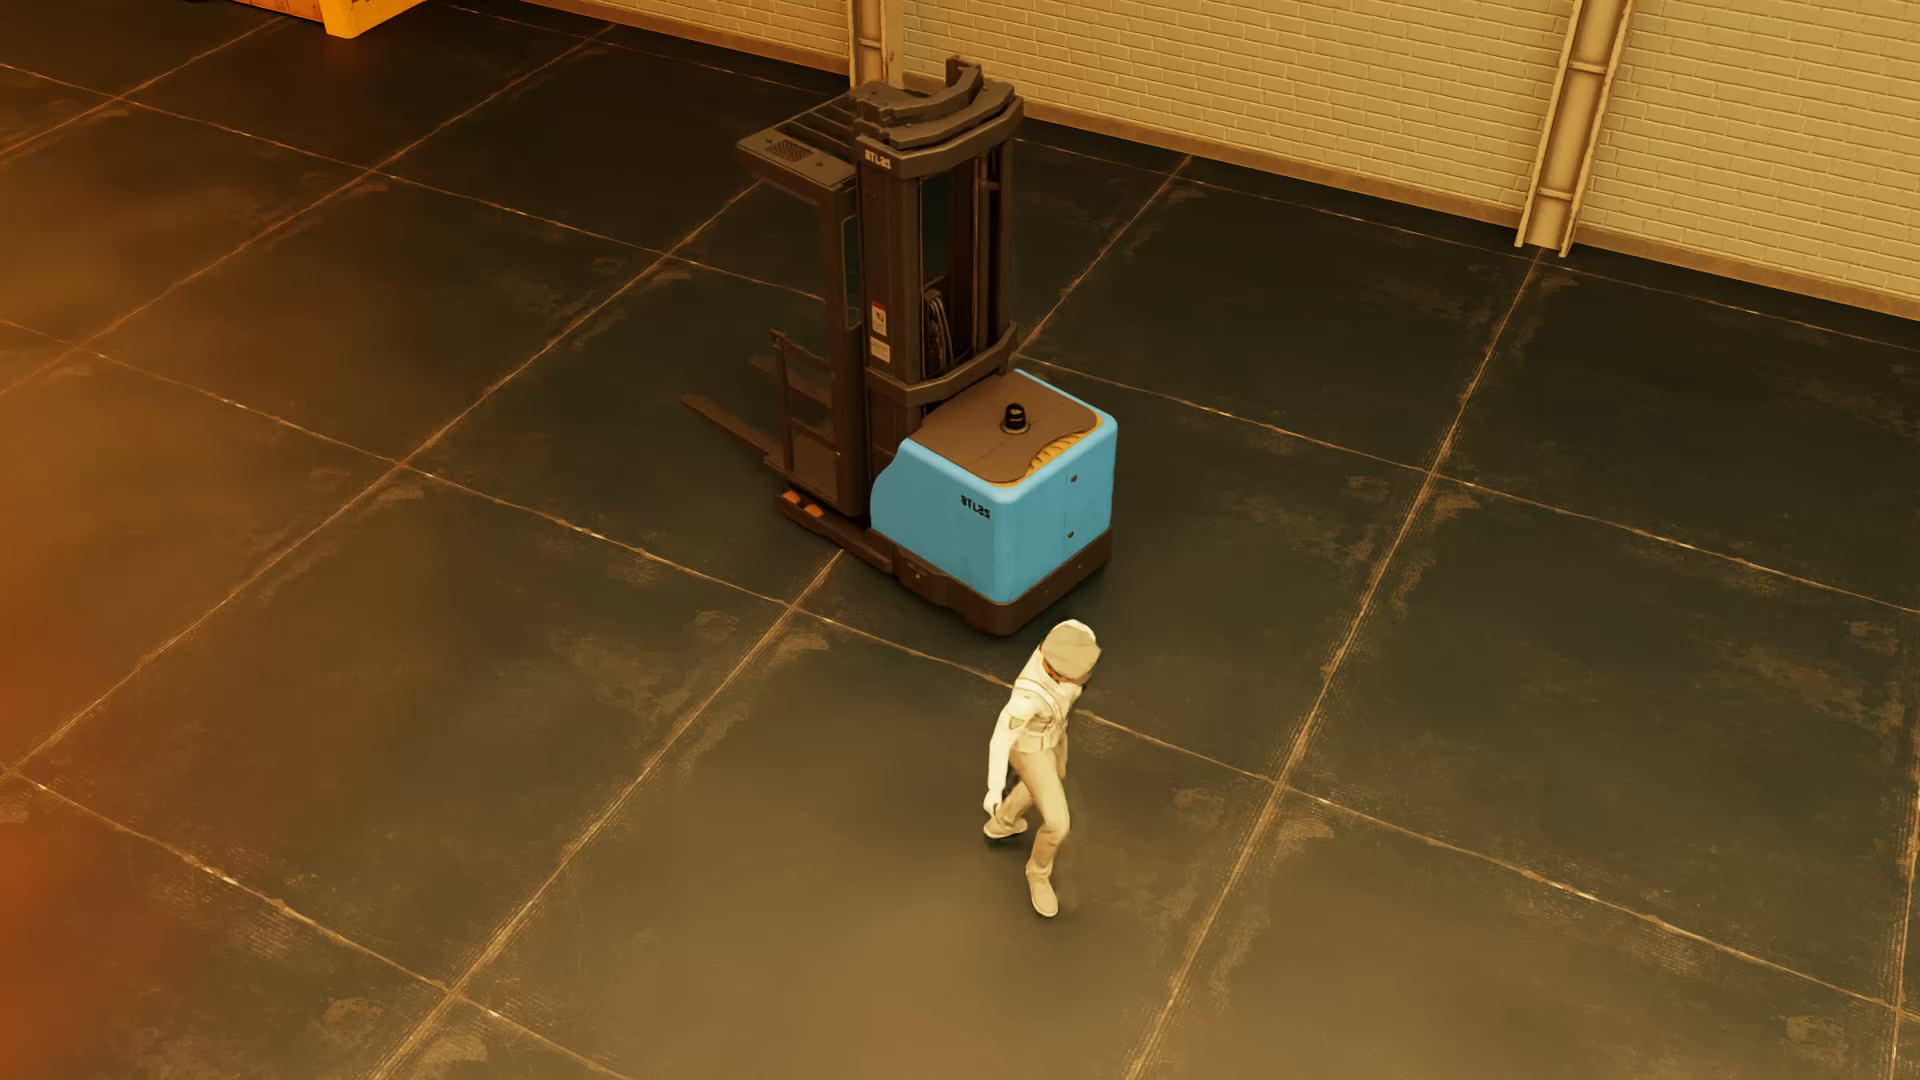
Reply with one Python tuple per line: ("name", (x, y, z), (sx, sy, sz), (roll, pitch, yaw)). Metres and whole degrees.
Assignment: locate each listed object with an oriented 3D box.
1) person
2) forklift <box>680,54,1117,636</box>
("person", (0.418, 0.919, 8.011), (0.550, 1.604, 1.059), (15, 42, 17))
("forklift", (-0.518, -1.398, 9.647), (3.031, 2.935, 1.130), (30, 49, 31))
